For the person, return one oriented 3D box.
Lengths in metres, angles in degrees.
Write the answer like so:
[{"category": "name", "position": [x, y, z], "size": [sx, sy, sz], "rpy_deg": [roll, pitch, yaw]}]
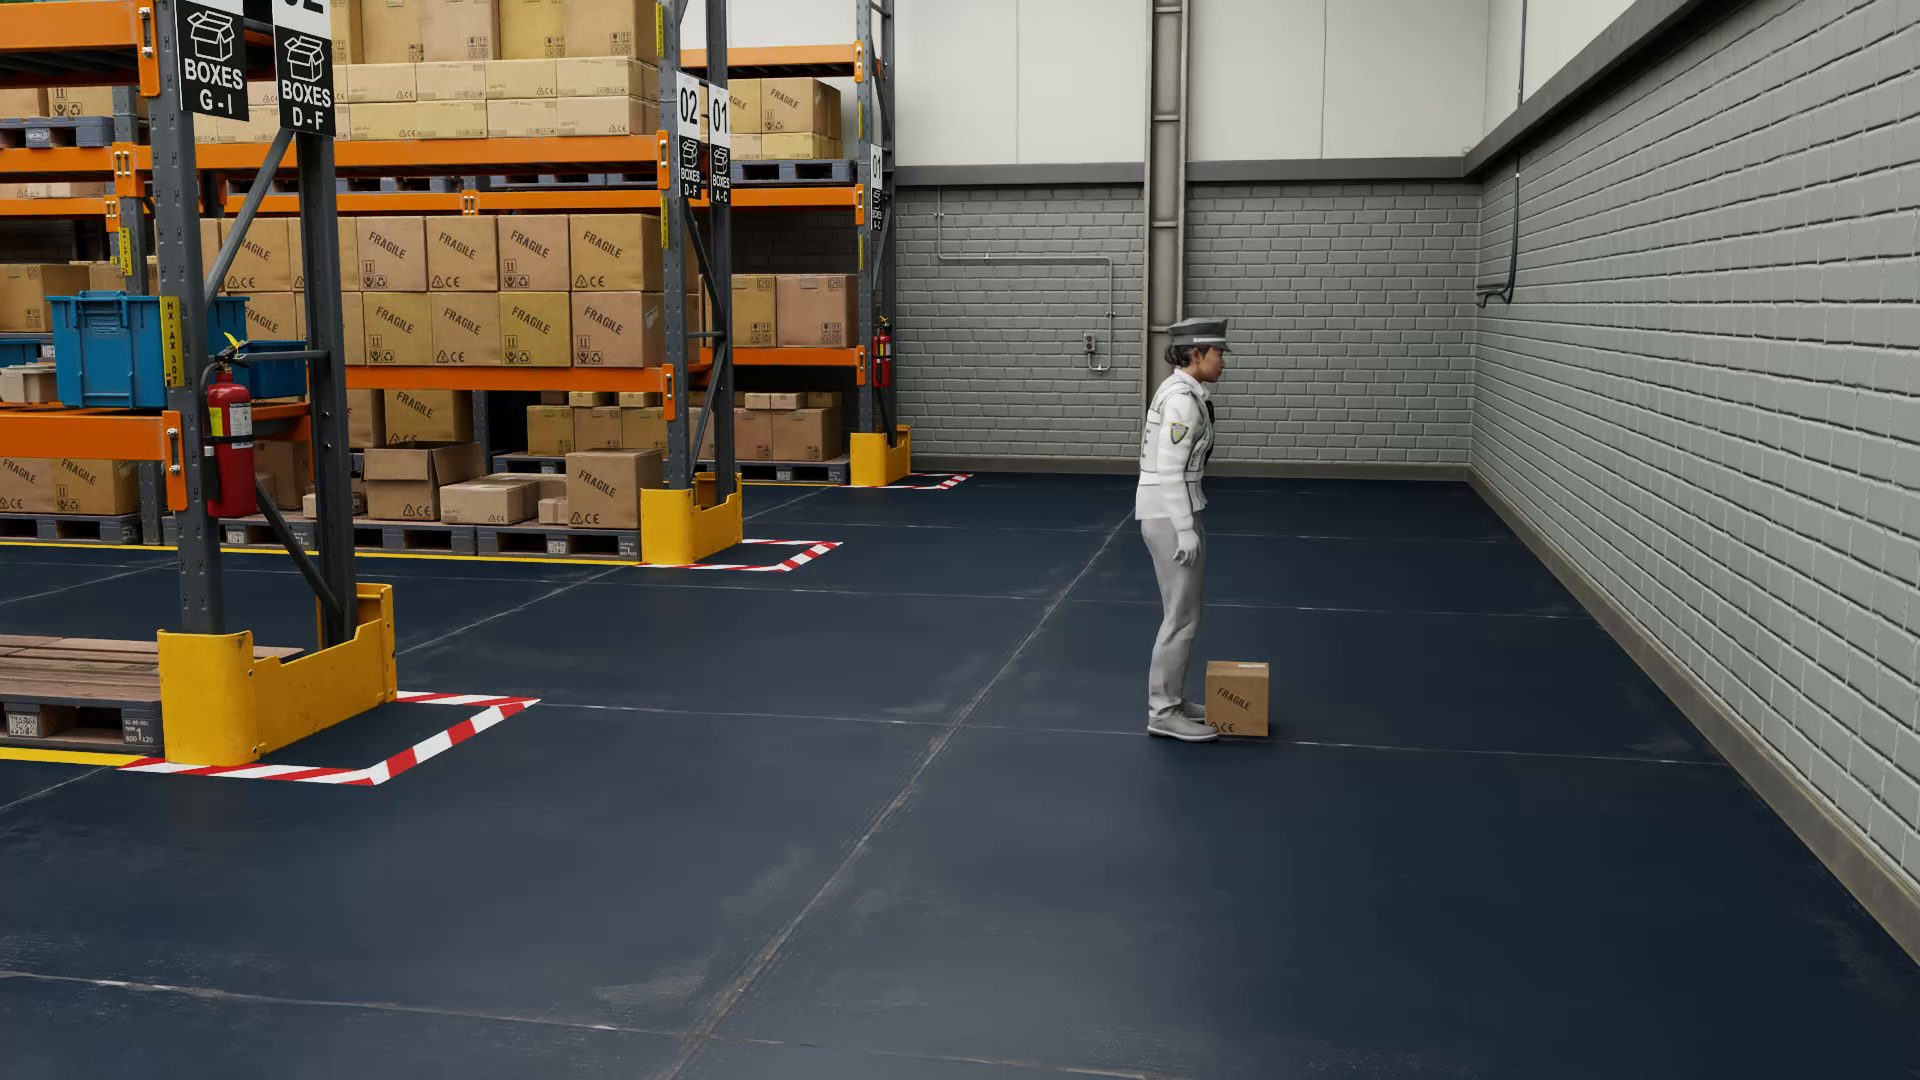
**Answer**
[{"category": "person", "position": [0.893, -0.058, 6.718], "size": [0.371, 1.663, 0.530], "rpy_deg": [2, 8, 12]}]
